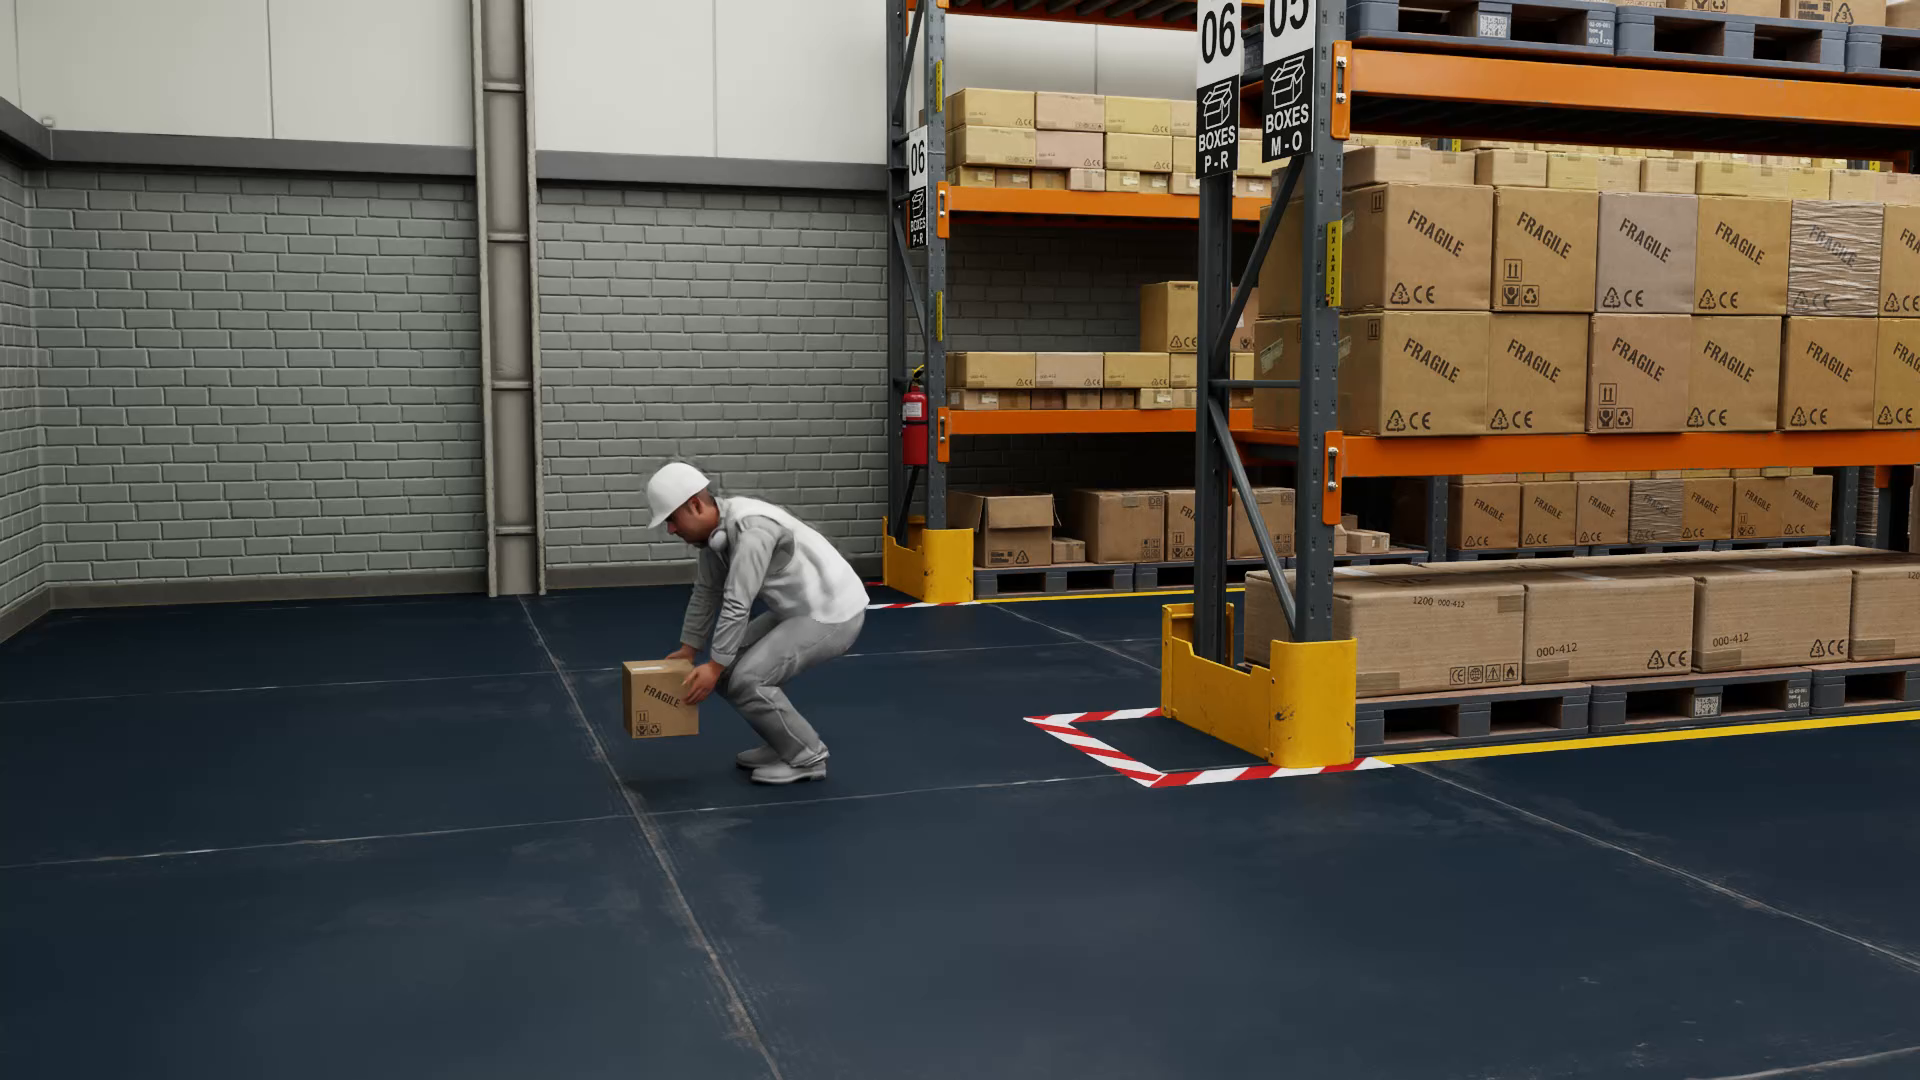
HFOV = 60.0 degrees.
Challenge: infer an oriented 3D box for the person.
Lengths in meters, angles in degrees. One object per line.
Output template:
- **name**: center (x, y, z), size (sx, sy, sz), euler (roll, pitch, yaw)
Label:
- **person**: center (-0.769, 0.310, 6.371), size (0.844, 1.222, 0.575), euler (-2, 6, -19)
